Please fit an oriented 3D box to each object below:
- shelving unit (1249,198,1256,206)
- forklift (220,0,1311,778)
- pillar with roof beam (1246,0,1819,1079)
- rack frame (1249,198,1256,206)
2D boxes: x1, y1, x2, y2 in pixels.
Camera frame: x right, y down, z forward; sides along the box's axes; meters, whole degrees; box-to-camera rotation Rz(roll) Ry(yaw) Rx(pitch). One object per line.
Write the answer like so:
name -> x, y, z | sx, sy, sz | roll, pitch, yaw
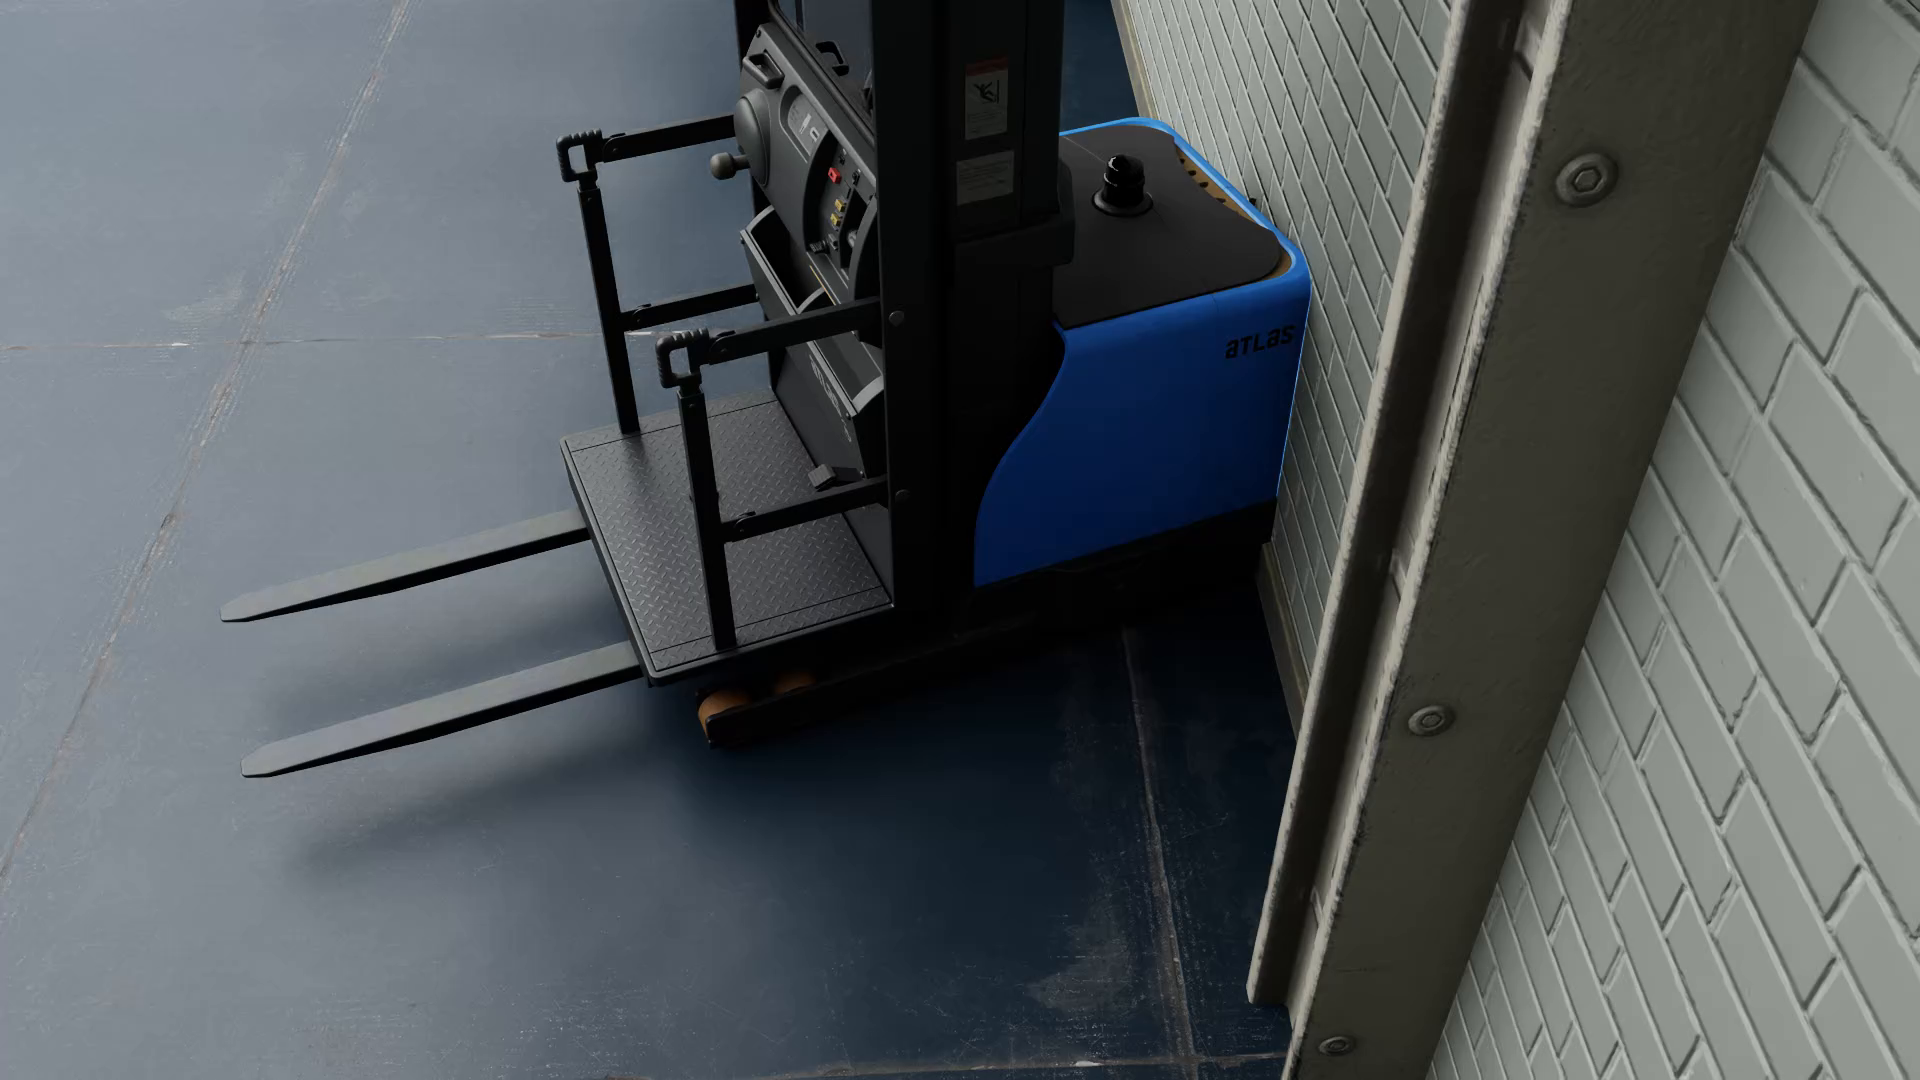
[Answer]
shelving unit -> 0.754, -0.648, 5.299 | 0.258, 0.900, 0.210 | 3, 42, -3
forklift -> -0.574, -0.916, 4.080 | 3.031, 2.935, 1.130 | -16, 45, -17
pillar with roof beam -> -3.439, -1.980, 0.750 | 9.100, 9.000, 0.400 | -2, 43, -2
rack frame -> 0.753, -0.717, 5.374 | 0.240, 0.900, 0.006 | 3, 42, -3
